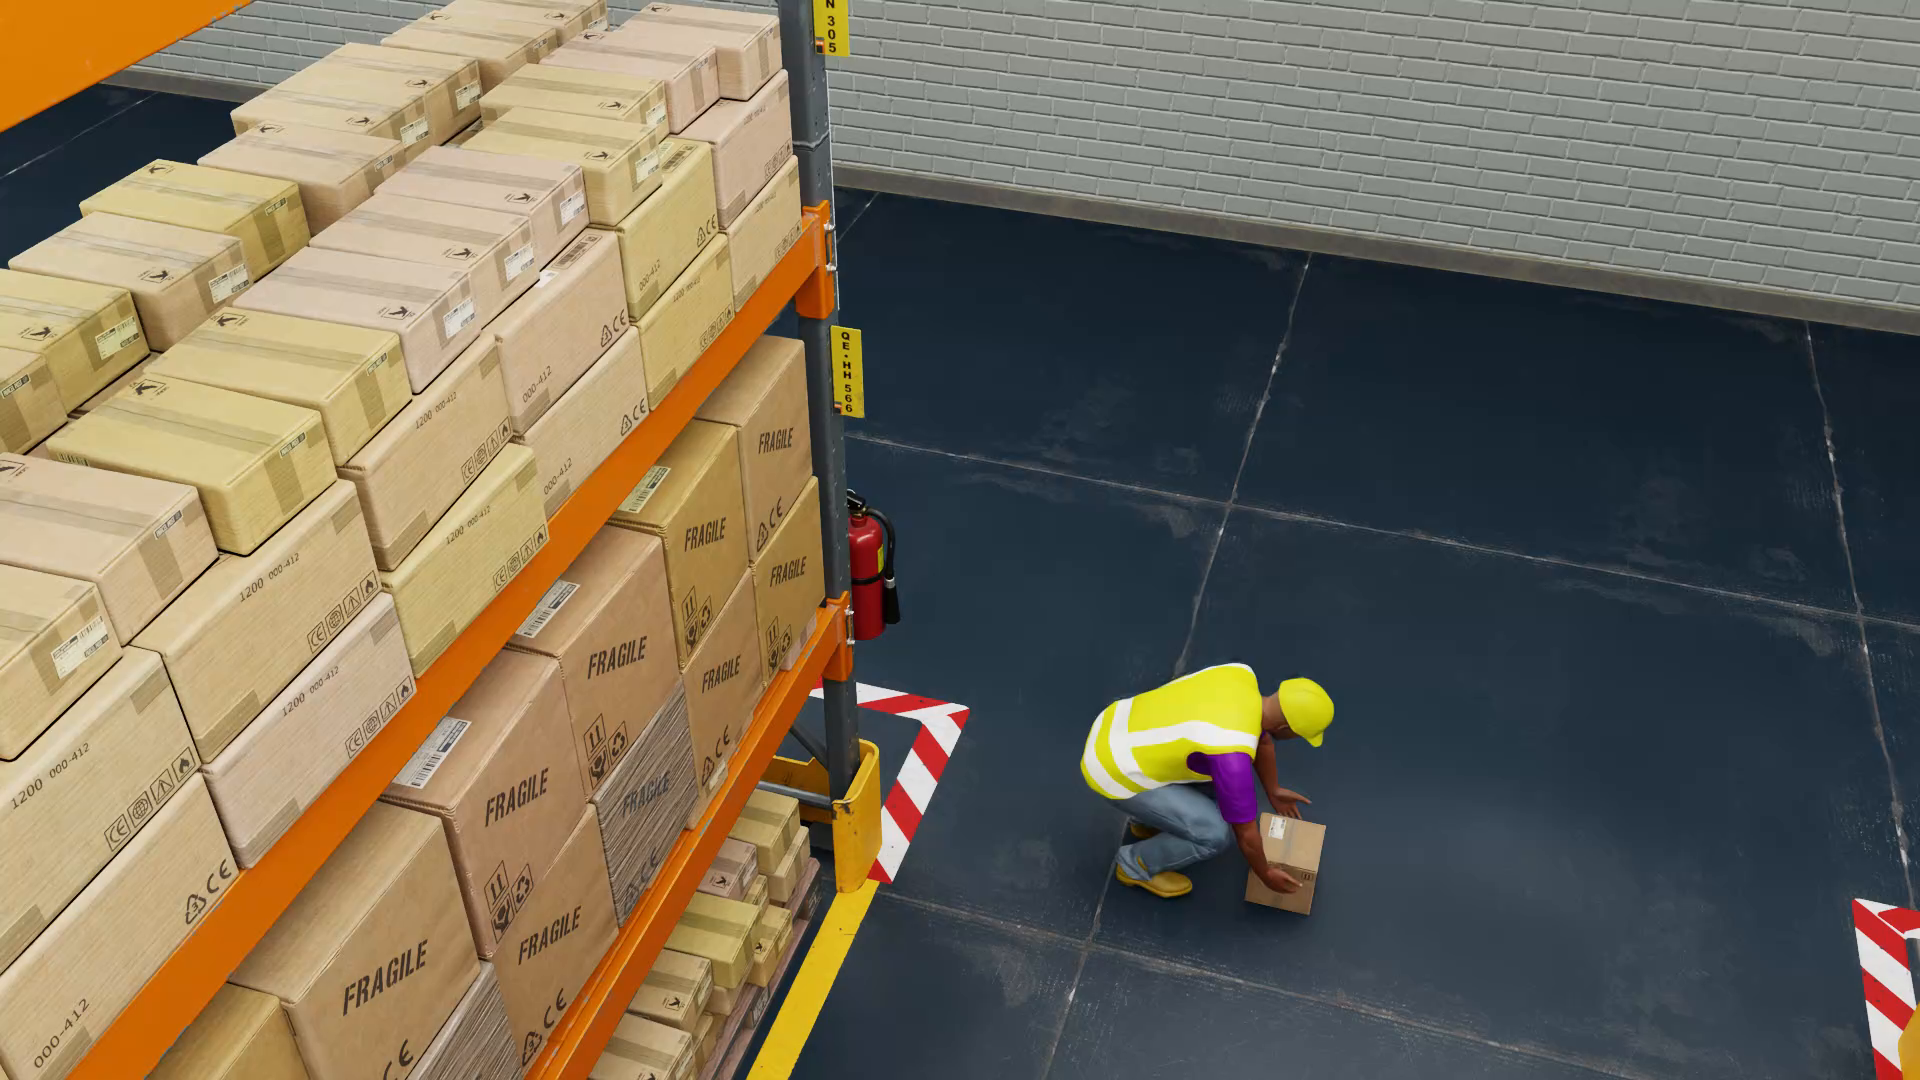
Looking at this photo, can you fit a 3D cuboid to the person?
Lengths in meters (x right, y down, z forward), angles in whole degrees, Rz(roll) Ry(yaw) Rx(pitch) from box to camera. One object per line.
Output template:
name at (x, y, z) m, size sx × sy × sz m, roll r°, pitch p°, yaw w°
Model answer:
person at (0.926, 0.872, 6.356) m, size 0.894 × 0.994 × 0.584 m, roll 11°, pitch 38°, yaw 14°
